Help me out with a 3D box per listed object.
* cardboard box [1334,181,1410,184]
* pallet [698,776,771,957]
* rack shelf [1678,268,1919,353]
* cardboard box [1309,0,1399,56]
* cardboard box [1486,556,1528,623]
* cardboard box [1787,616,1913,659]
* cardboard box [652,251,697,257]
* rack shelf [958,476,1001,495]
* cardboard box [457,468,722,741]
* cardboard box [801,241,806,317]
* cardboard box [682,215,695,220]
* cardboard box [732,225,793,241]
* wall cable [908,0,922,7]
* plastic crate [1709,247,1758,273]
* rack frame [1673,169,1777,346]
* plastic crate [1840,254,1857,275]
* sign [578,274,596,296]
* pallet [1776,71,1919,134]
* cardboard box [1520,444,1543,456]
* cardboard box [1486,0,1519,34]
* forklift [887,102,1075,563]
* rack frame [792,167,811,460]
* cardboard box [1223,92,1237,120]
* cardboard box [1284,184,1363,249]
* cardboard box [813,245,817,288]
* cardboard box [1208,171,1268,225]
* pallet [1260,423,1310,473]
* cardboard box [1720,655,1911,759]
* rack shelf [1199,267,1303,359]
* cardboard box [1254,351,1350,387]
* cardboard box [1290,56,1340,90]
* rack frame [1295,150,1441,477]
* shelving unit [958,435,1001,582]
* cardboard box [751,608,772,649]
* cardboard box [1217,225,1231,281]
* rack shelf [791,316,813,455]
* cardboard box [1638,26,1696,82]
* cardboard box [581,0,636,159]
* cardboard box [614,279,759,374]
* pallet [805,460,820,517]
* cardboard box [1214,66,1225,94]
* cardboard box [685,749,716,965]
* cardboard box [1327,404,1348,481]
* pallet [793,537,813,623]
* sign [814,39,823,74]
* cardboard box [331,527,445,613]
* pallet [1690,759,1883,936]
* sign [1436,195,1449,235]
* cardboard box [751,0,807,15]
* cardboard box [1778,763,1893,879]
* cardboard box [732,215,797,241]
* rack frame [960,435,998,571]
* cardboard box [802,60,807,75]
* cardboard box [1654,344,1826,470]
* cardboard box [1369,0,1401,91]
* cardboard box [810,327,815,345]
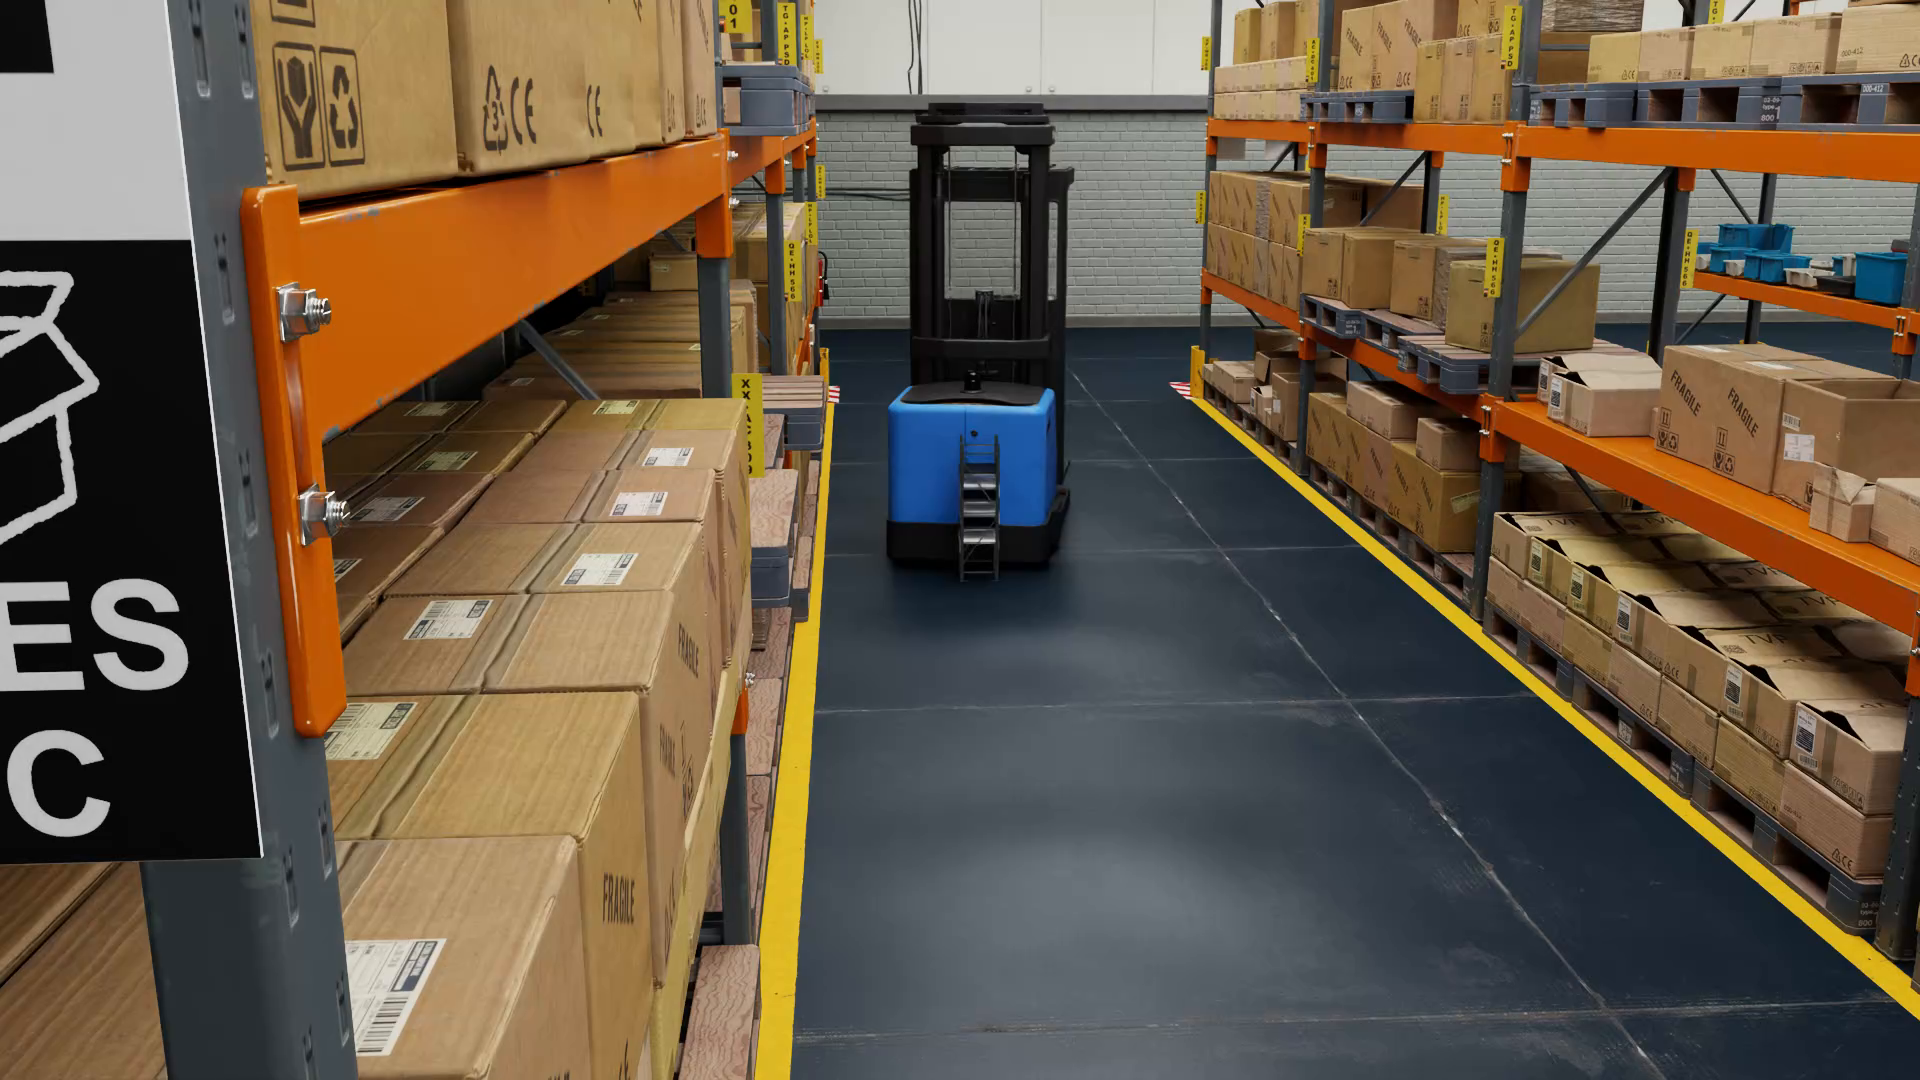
[{"bbox_3d":[3.469,-2.772,14.073,0.500,0.500,0.500,-1,14,-5],"label":"cardboard box"},{"bbox_3d":[-1.248,1.234,6.306,1.003,0.211,1.213,-1,14,-3],"label":"pallet"},{"bbox_3d":[8.070,-2.214,15.556,1.077,0.370,4.000,-1,14,-3],"label":"rack shelf"},{"bbox_3d":[3.181,-4.095,13.196,0.700,0.500,0.500,-1,14,-3],"label":"cardboard box"},{"bbox_3d":[3.237,0.268,9.139,0.500,0.250,0.500,-1,14,-4],"label":"cardboard box"},{"bbox_3d":[3.909,0.497,7.126,0.500,0.311,0.500,-1,14,-5],"label":"cardboard box"},{"bbox_3d":[-1.395,-1.408,8.592,0.380,0.149,0.250,-3,15,-11],"label":"cardboard box"},{"bbox_3d":[0.120,-0.337,10.414,0.258,0.077,0.200,0,19,-1],"label":"rack shelf"},{"bbox_3d":[-0.804,0.139,3.721,0.500,0.500,0.500,-1,14,-5],"label":"cardboard box"},{"bbox_3d":[-1.373,-1.877,11.963,0.500,0.500,0.500,-1,14,-3],"label":"cardboard box"},{"bbox_3d":[-1.823,-1.975,10.839,0.500,0.250,0.500,-1,14,-5],"label":"cardboard box"},{"bbox_3d":[-1.251,-1.733,9.901,0.500,0.250,0.500,-1,14,-4],"label":"cardboard box"},{"bbox_3d":[0.764,-8.208,21.466,3.097,2.526,0.112,-1,14,-3],"label":"wall cable"},{"bbox_3d":[7.673,-2.778,16.518,0.416,0.233,0.300,-1,14,-3],"label":"plastic crate"},{"bbox_3d":[7.946,-3.060,17.399,1.000,3.000,0.127,-1,14,-3],"label":"rack frame"},{"bbox_3d":[8.283,-2.419,15.027,0.437,0.282,0.530,-1,14,-3],"label":"plastic crate"},{"bbox_3d":[-2.000,-1.469,8.891,0.100,0.325,0.005,-1,14,-3],"label":"sign"},{"bbox_3d":[3.678,-1.579,6.008,0.805,0.209,1.217,-1,15,-6],"label":"pallet"},{"bbox_3d":[3.690,-0.370,11.078,0.500,0.500,0.500,-1,14,-4],"label":"cardboard box"},{"bbox_3d":[3.445,-3.216,9.777,0.500,0.500,0.500,-1,14,-3],"label":"cardboard box"},{"bbox_3d":[0.229,-1.592,11.833,1.130,2.935,3.031,2,15,7],"label":"forklift"},{"bbox_3d":[-1.694,-1.912,12.939,1.000,3.000,0.127,-1,14,-3],"label":"rack frame"},{"bbox_3d":[2.798,-4.108,15.755,0.500,0.250,0.500,-1,14,-3],"label":"cardboard box"},{"bbox_3d":[2.960,-2.644,13.576,0.500,0.500,0.500,-1,14,-3],"label":"cardboard box"},{"bbox_3d":[-1.844,-2.745,15.573,0.980,0.700,0.700,-1,14,-4],"label":"cardboard box"},{"bbox_3d":[2.766,-3.403,16.524,0.500,0.500,0.500,0,14,-2],"label":"cardboard box"},{"bbox_3d":[3.208,-0.810,14.251,1.003,0.211,1.213,-1,14,-3],"label":"pallet"},{"bbox_3d":[3.396,0.631,6.604,0.500,0.311,0.500,0,14,-2],"label":"cardboard box"},{"bbox_3d":[3.126,-2.139,15.262,1.077,0.370,4.000,-1,14,-3],"label":"rack shelf"},{"bbox_3d":[3.128,-1.461,15.311,0.797,0.503,0.637,-1,14,-3],"label":"cardboard box"},{"bbox_3d":[2.948,-3.729,13.276,0.500,0.250,0.500,-1,14,-3],"label":"cardboard box"},{"bbox_3d":[3.250,-1.990,13.239,1.000,3.000,0.127,-1,14,-3],"label":"rack frame"},{"bbox_3d":[0.120,-0.198,10.461,0.258,0.900,0.210,0,19,-1],"label":"shelving unit"},{"bbox_3d":[-1.350,0.258,8.636,0.700,0.500,0.500,-1,14,-3],"label":"cardboard box"},{"bbox_3d":[2.803,-2.790,16.150,0.500,0.500,0.500,-1,14,-4],"label":"cardboard box"},{"bbox_3d":[-1.570,-1.066,11.095,1.077,0.370,4.000,-1,14,-3],"label":"rack shelf"},{"bbox_3d":[3.632,-2.336,8.025,0.500,0.250,0.500,0,14,-2],"label":"cardboard box"},{"bbox_3d":[-0.756,-0.789,2.312,0.500,0.500,0.500,0,14,-1],"label":"cardboard box"},{"bbox_3d":[-1.407,-1.062,8.551,0.700,0.500,0.500,-3,15,-10],"label":"cardboard box"},{"bbox_3d":[-1.571,-0.371,12.545,1.003,0.211,1.213,-1,14,-3],"label":"pallet"},{"bbox_3d":[2.774,-4.475,16.176,0.500,0.250,0.500,-1,14,-3],"label":"cardboard box"},{"bbox_3d":[-0.765,0.627,3.329,0.500,0.250,0.500,-1,14,-3],"label":"cardboard box"},{"bbox_3d":[3.081,-0.736,12.499,0.500,0.500,0.500,-1,14,-3],"label":"cardboard box"},{"bbox_3d":[-1.420,0.236,10.186,1.003,0.211,1.213,-1,14,-3],"label":"pallet"},{"bbox_3d":[-1.400,-4.755,16.350,0.100,0.325,0.005,-1,14,-3],"label":"sign"},{"bbox_3d":[-1.281,0.279,3.178,0.500,0.500,0.500,-1,14,-3],"label":"cardboard box"},{"bbox_3d":[3.661,1.168,6.564,1.003,0.211,1.213,-1,14,-3],"label":"pallet"},{"bbox_3d":[3.803,-2.560,13.132,0.100,0.325,0.005,-1,14,-3],"label":"sign"},{"bbox_3d":[-1.459,-4.089,13.131,0.500,0.500,0.500,-1,14,-4],"label":"cardboard box"},{"bbox_3d":[3.430,1.030,6.180,0.500,0.250,0.500,-1,14,-4],"label":"cardboard box"},{"bbox_3d":[-1.324,-1.984,10.877,0.500,0.250,0.500,-1,14,-5],"label":"cardboard box"},{"bbox_3d":[0.118,-0.230,10.557,0.240,0.900,0.006,0,19,-1],"label":"rack frame"},{"bbox_3d":[-1.474,-3.720,13.202,0.500,0.250,0.500,-1,14,-4],"label":"cardboard box"},{"bbox_3d":[3.618,-0.626,7.740,0.500,0.500,0.500,-2,15,-6],"label":"cardboard box"},{"bbox_3d":[3.271,-3.450,11.652,0.600,0.600,0.600,-1,14,-4],"label":"cardboard box"},{"bbox_3d":[-1.593,-1.949,15.952,0.380,0.149,0.250,0,14,-2],"label":"cardboard box"}]
